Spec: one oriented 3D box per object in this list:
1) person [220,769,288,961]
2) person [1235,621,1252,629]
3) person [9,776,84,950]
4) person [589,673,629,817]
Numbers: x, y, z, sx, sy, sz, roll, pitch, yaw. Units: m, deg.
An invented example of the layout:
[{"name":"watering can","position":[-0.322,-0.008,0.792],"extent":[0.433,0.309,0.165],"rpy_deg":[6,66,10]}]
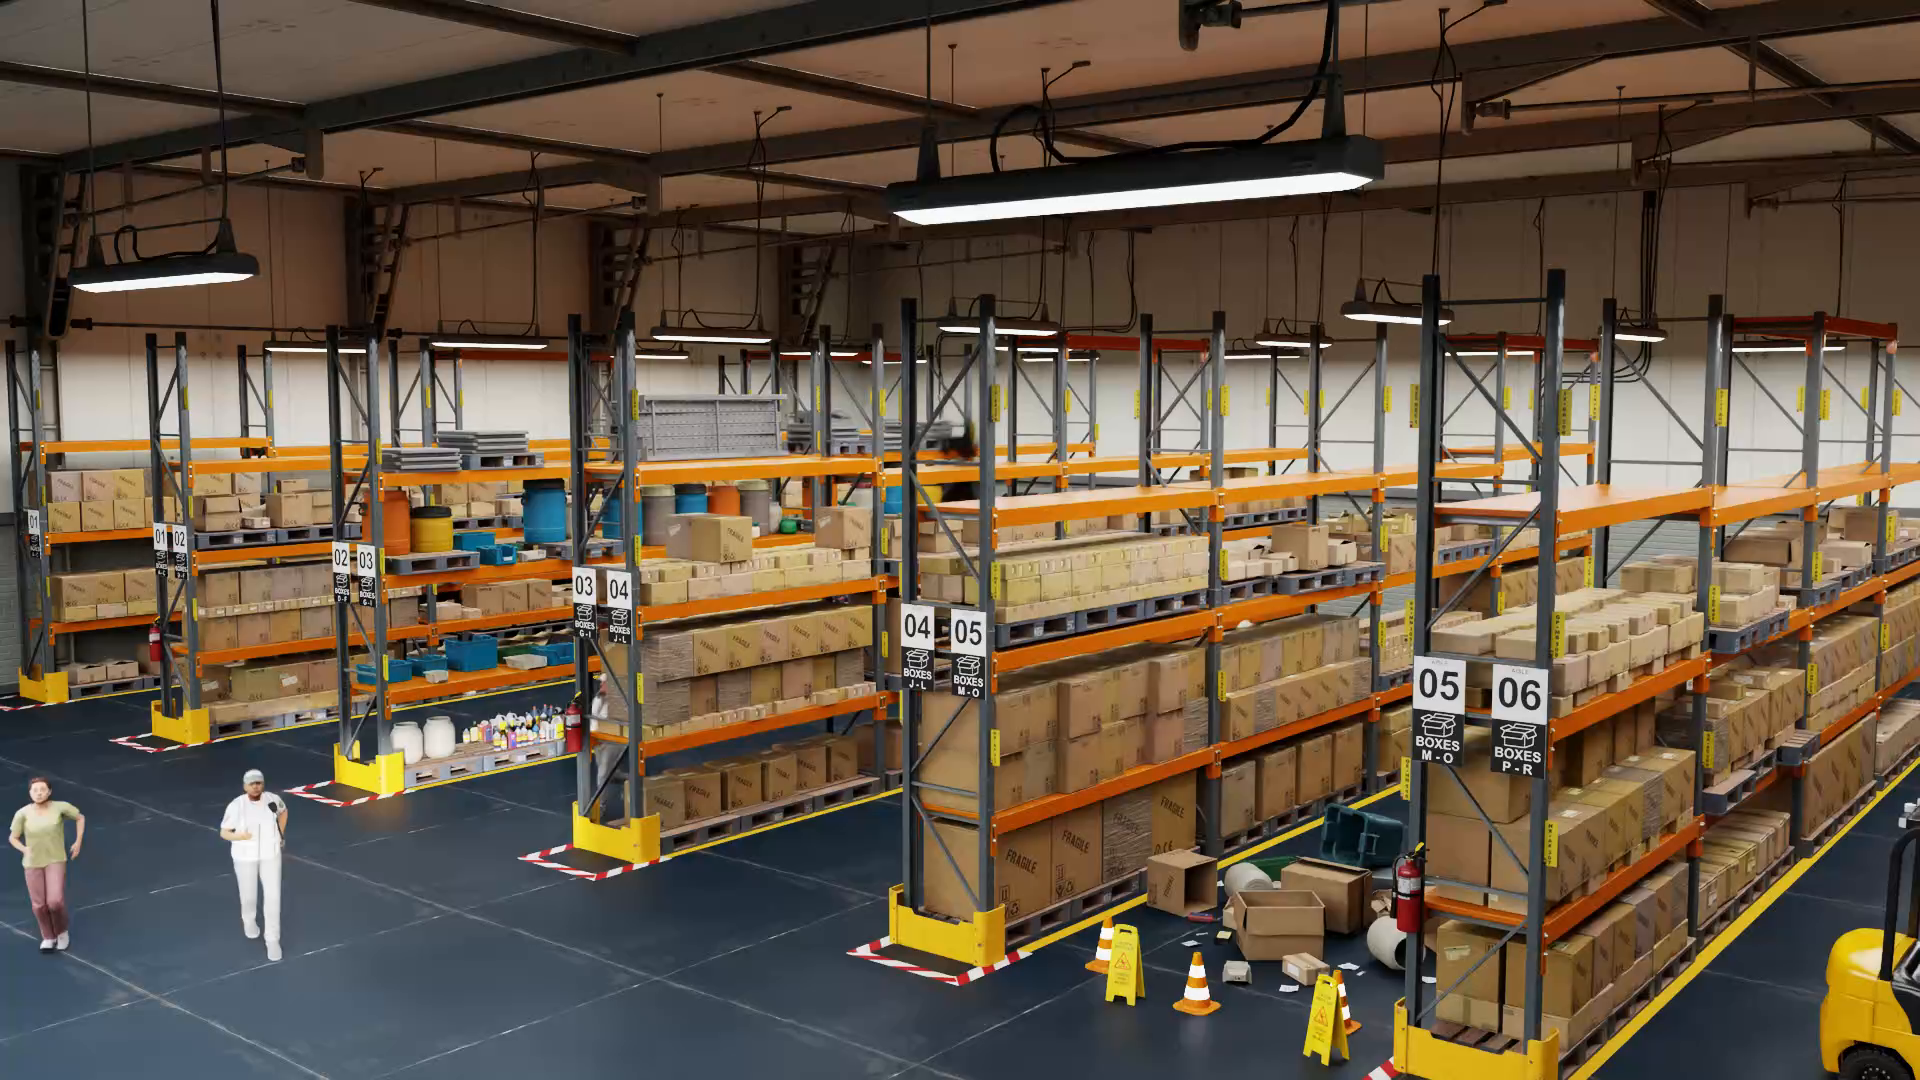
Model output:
[{"name":"person","position":[-6.493,2.944,15.326],"extent":[0.582,1.689,0.886],"rpy_deg":[-3,6,-28]},{"name":"person","position":[3.950,1.970,22.924],"extent":[0.719,1.743,0.695],"rpy_deg":[5,7,41]},{"name":"person","position":[-8.344,2.970,15.201],"extent":[0.596,1.642,0.604],"rpy_deg":[-2,6,-22]},{"name":"person","position":[-4.256,2.471,20.244],"extent":[0.661,1.777,0.922],"rpy_deg":[4,6,34]}]
